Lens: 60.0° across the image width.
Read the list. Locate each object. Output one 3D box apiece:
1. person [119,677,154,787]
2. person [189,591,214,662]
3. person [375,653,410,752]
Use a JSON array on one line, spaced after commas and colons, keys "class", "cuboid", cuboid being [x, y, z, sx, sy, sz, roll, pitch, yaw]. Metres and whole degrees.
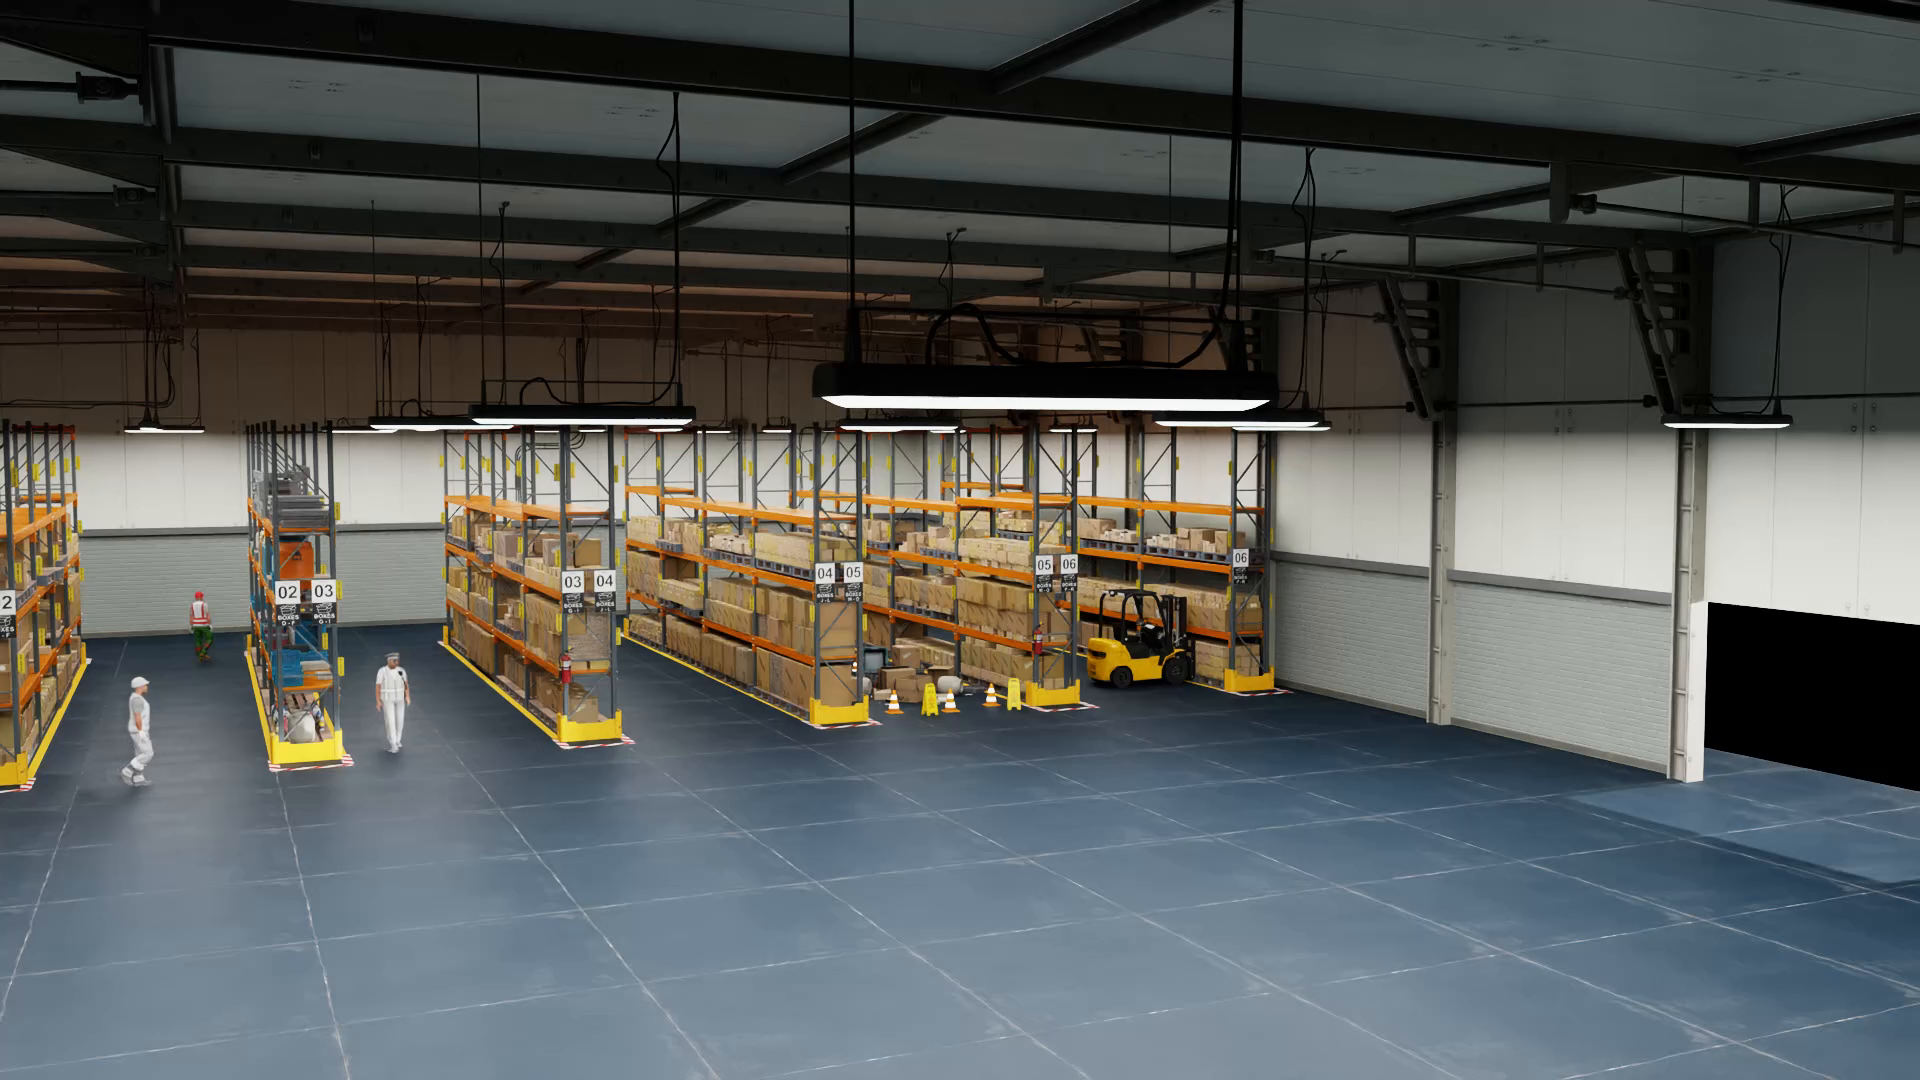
[{"class": "person", "cuboid": [-13.392, 3.122, 27.003, 0.511, 1.789, 0.576, -2, 4, -28]}, {"class": "person", "cuboid": [-19.268, 2.198, 42.178, 0.588, 1.792, 0.493, 0, 4, 6]}, {"class": "person", "cuboid": [-10.337, 2.965, 30.472, 0.567, 1.764, 0.762, -3, 5, -39]}]
